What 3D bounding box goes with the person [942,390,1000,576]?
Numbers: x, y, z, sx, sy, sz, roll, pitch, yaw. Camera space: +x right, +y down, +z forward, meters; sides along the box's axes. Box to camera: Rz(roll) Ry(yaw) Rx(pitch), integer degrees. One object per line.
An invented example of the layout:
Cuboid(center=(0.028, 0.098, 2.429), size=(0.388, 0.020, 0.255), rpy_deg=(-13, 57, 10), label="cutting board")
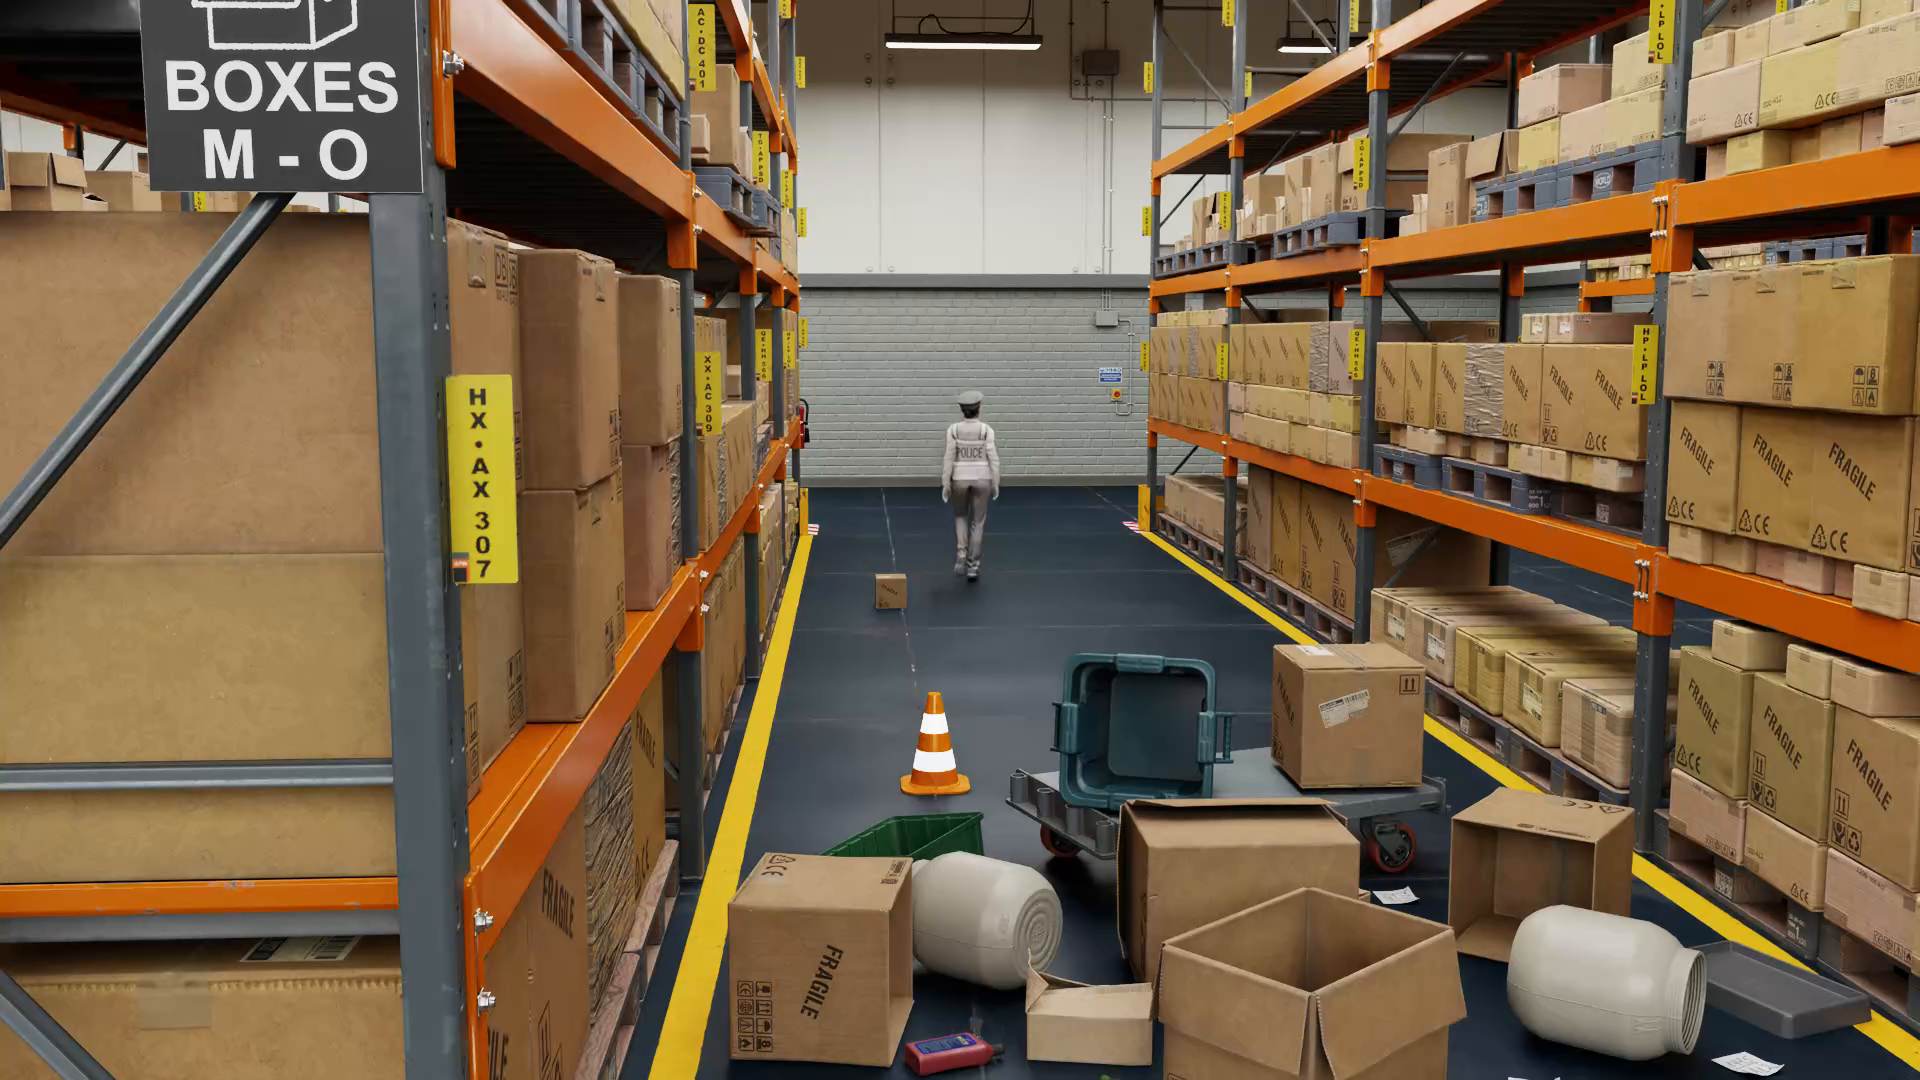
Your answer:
Cuboid(center=(0.111, -0.504, 15.103), size=(0.523, 1.704, 0.451), rpy_deg=(1, 7, 11), label="person")
